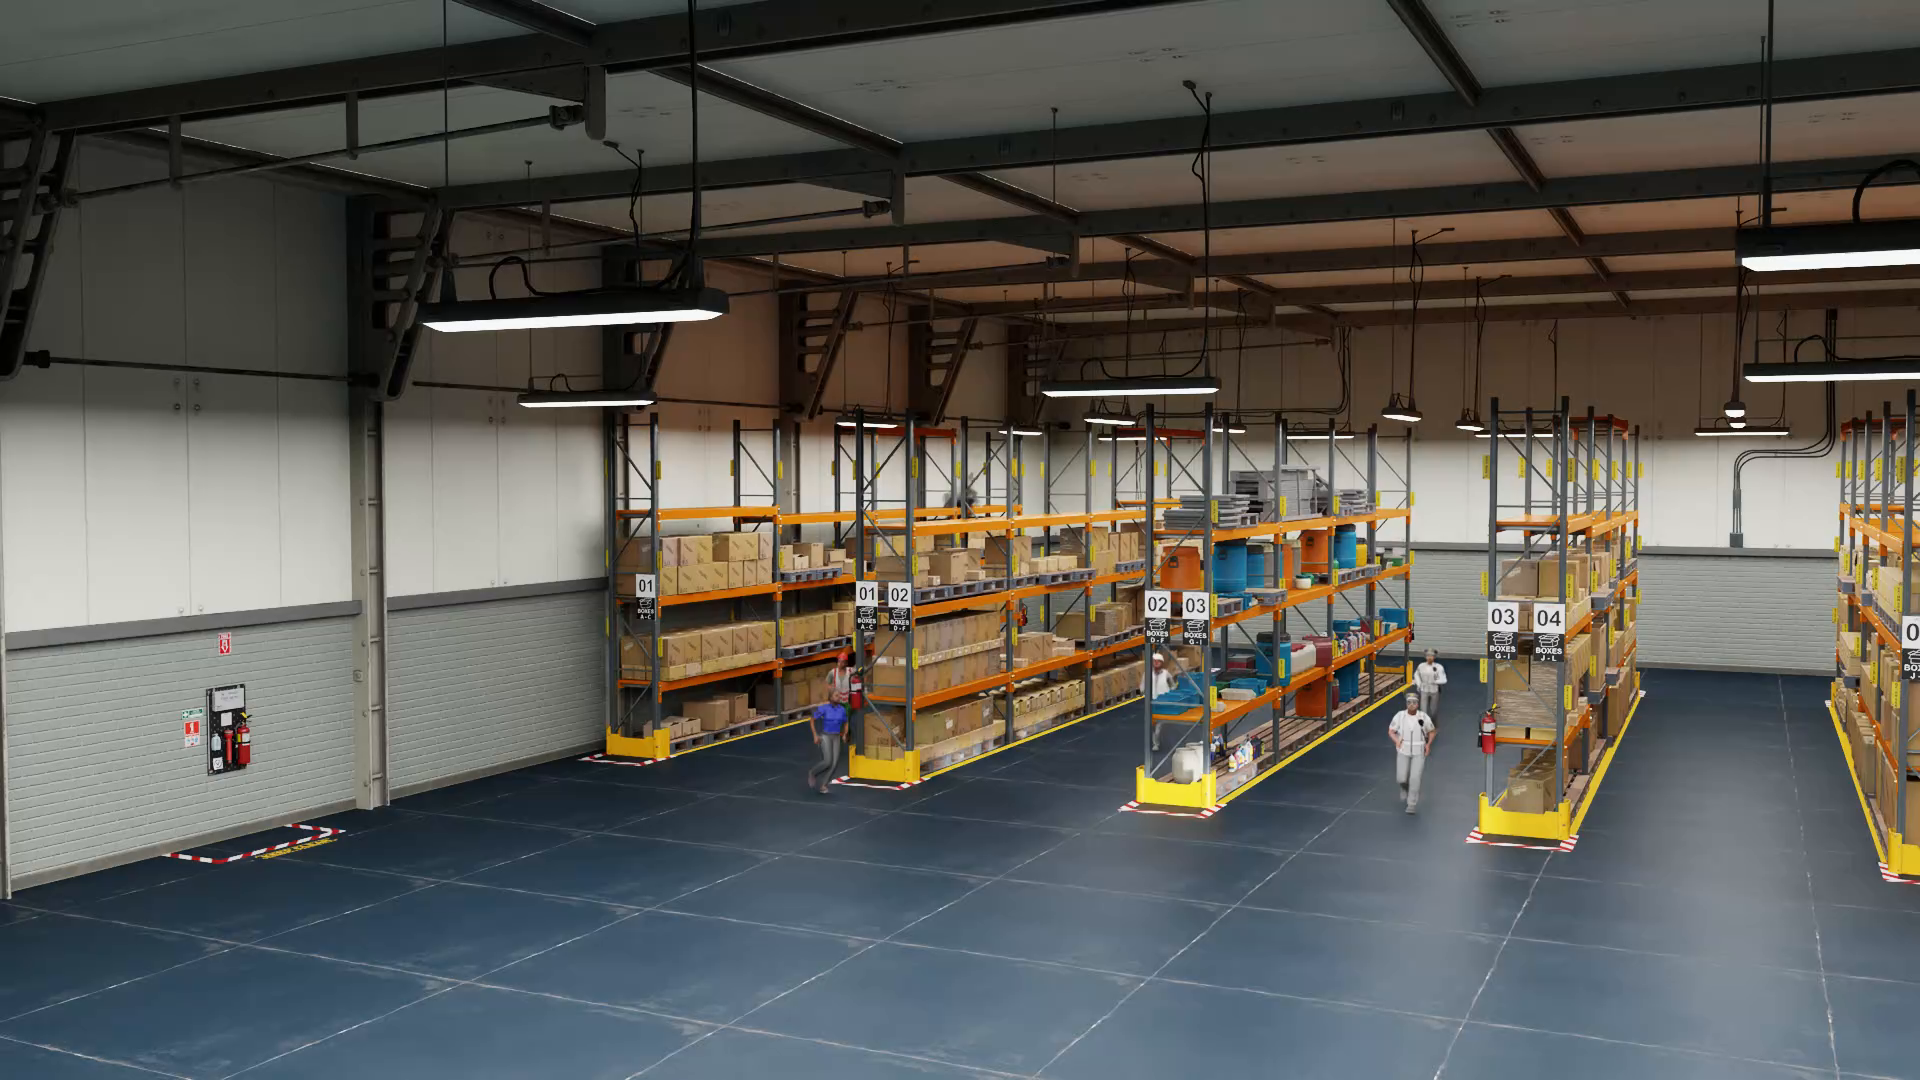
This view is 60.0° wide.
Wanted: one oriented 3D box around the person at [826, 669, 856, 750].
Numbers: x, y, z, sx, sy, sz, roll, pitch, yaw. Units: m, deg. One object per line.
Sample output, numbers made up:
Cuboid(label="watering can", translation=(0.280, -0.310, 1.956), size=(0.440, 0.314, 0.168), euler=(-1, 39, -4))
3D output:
Cuboid(label="person", translation=(-2.050, 2.973, 29.479), size=(0.641, 1.434, 0.822), euler=(0, 2, 11))

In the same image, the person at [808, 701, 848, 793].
Cuboid(label="person", translation=(-2.043, 3.213, 25.940), size=(0.615, 1.396, 0.408), euler=(-2, 3, -36))

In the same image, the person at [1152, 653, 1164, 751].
Cuboid(label="person", translation=(3.529, 2.886, 29.718), size=(0.418, 1.726, 0.552), euler=(1, 2, 13))

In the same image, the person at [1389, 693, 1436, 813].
Cuboid(label="person", translation=(6.640, 3.100, 24.436), size=(0.664, 1.742, 0.678), euler=(1, 3, 17))

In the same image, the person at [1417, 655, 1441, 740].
Cuboid(label="person", translation=(8.676, 2.868, 30.761), size=(0.444, 1.674, 0.830), euler=(1, 3, 23))
